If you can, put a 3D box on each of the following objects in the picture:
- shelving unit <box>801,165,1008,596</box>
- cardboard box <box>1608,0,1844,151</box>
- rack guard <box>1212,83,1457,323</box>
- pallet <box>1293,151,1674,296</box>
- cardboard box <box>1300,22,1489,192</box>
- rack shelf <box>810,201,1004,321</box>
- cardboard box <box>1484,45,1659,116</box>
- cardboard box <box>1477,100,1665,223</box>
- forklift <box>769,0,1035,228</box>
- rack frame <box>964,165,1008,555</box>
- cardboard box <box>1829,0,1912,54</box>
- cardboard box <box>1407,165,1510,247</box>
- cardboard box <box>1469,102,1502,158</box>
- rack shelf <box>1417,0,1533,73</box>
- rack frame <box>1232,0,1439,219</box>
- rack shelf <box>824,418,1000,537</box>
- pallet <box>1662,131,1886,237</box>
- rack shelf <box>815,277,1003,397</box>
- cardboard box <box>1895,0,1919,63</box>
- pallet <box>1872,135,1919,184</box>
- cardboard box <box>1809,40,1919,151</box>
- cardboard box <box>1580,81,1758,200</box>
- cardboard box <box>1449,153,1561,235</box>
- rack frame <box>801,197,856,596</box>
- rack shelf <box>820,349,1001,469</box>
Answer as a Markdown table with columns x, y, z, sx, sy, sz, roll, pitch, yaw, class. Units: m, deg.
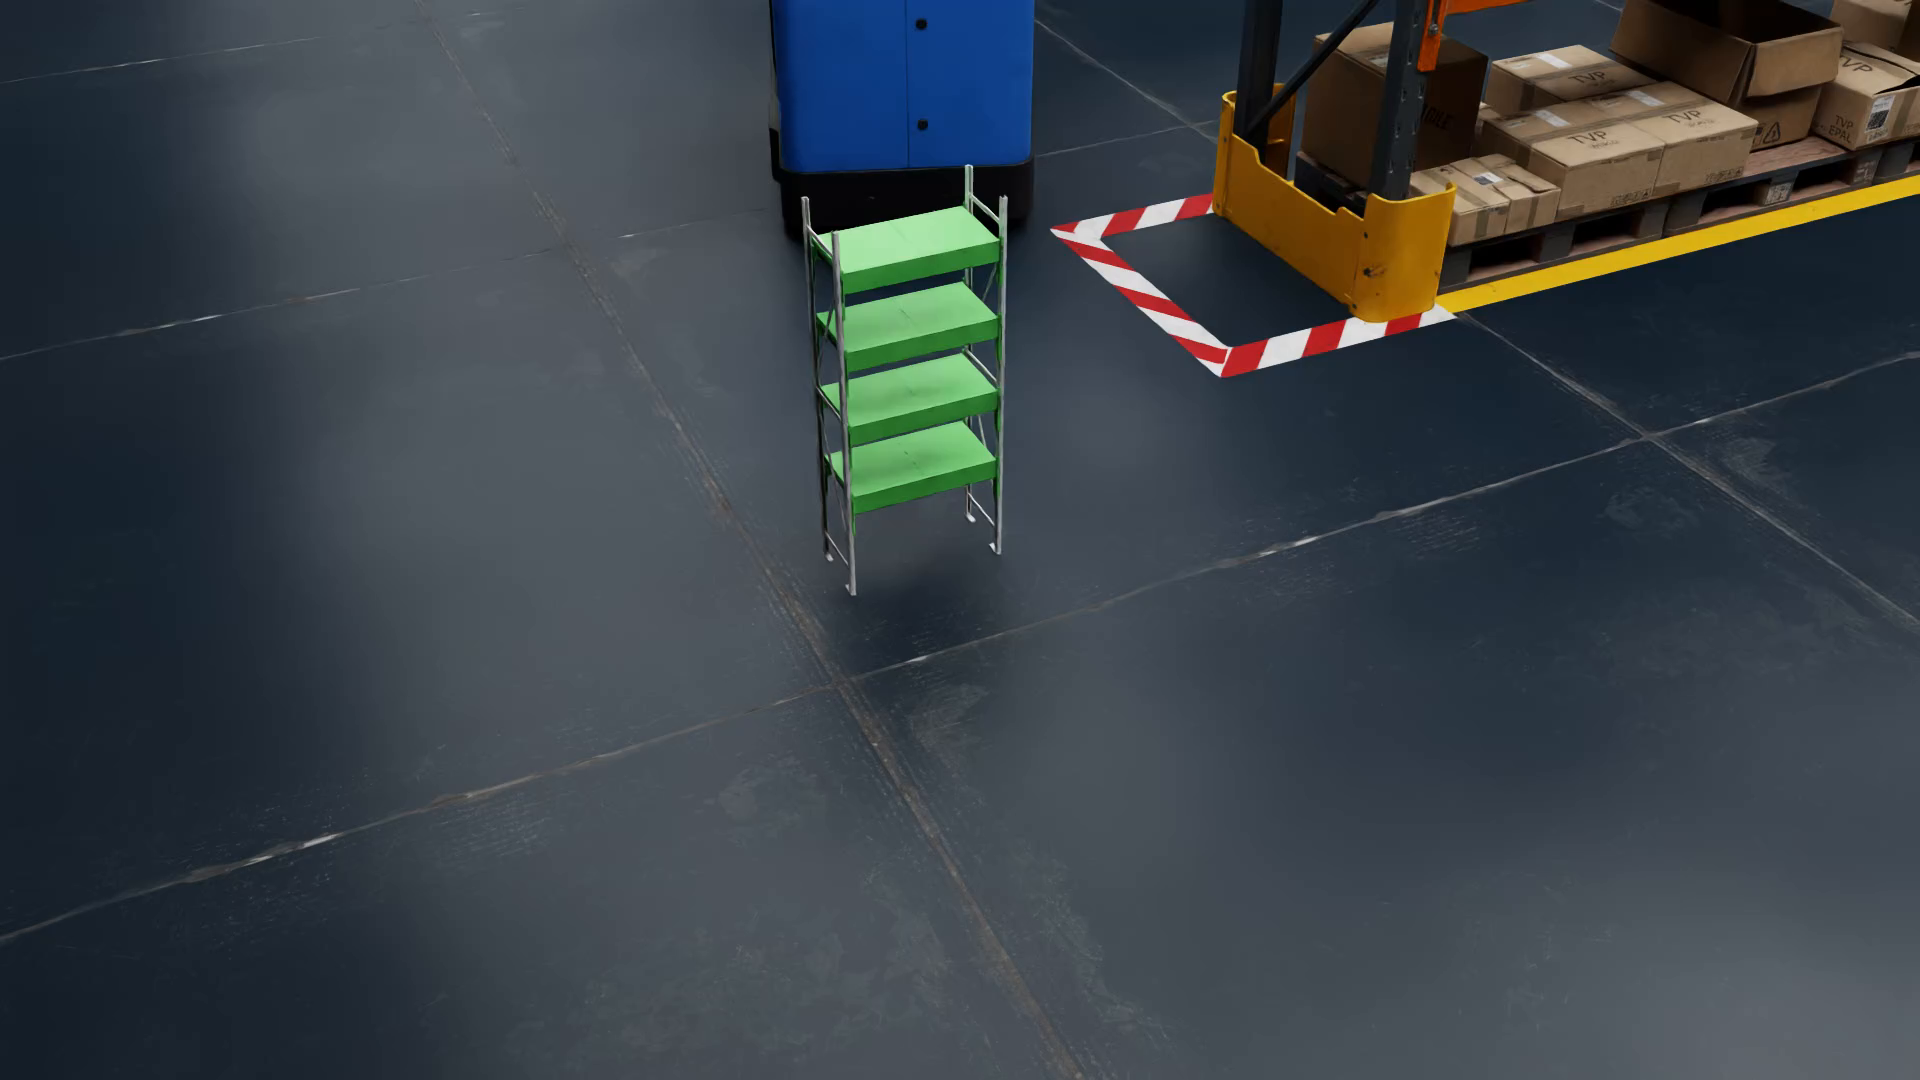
| x | y | z | sx | sy | sz | roll | pitch | yaw | class |
| --- | --- | --- | --- | --- | --- | --- | --- | --- | --- |
| -0.150 | -0.440 | 4.836 | 0.503 | 1.200 | 0.258 | -16 | 39 | -20 | shelving unit |
| 3.322 | -2.070 | 7.249 | 0.637 | 0.503 | 0.797 | -16 | 39 | -20 | cardboard box |
| 1.468 | -1.377 | 6.686 | 0.348 | 0.500 | 1.175 | -16 | 39 | -20 | rack guard |
| 2.190 | -1.463 | 7.045 | 1.213 | 0.211 | 1.003 | -16 | 39 | -20 | pallet |
| 1.787 | -1.805 | 6.894 | 0.500 | 0.500 | 0.500 | -16 | 39 | -20 | cardboard box |
| -0.150 | -0.774 | 4.588 | 0.480 | 0.148 | 0.258 | -16 | 39 | -20 | rack shelf |
| 2.660 | -1.928 | 7.271 | 0.500 | 0.250 | 0.500 | -16 | 39 | -20 | cardboard box |
| 2.465 | -1.545 | 6.754 | 0.500 | 0.250 | 0.500 | -16 | 39 | -20 | cardboard box |
| -0.354 | -3.330 | 7.279 | 1.130 | 2.935 | 3.031 | -3 | 37 | -4 | forklift |
| 0.071 | -0.502 | 4.919 | 0.015 | 1.200 | 0.240 | -16 | 39 | -20 | rack frame |
| 4.549 | -2.481 | 7.965 | 0.500 | 0.311 | 0.500 | -16 | 39 | -20 | cardboard box |
| 1.925 | -1.314 | 6.527 | 0.250 | 0.149 | 0.380 | -16 | 39 | -20 | cardboard box |
| 2.192 | -1.725 | 7.066 | 0.250 | 0.166 | 0.380 | -16 | 39 | -20 | cardboard box |
| 3.210 | -2.579 | 6.813 | 4.000 | 0.370 | 1.077 | -16 | 39 | -20 | rack shelf |
| 1.400 | -2.361 | 5.916 | 0.127 | 3.000 | 1.000 | -16 | 39 | -20 | rack frame |
| -0.150 | -0.196 | 5.017 | 0.480 | 0.148 | 0.258 | -16 | 39 | -20 | rack shelf |
| 3.292 | -1.769 | 7.458 | 1.213 | 0.211 | 1.003 | -16 | 39 | -20 | pallet |
| -0.150 | -0.581 | 4.731 | 0.480 | 0.148 | 0.258 | -16 | 39 | -20 | rack shelf |
| 4.625 | -2.249 | 7.494 | 0.500 | 0.500 | 0.500 | -16 | 39 | -20 | cardboard box |
| 4.398 | -2.080 | 7.878 | 1.213 | 0.211 | 1.003 | -16 | 39 | -20 | pallet |
| 3.946 | -1.984 | 7.294 | 0.500 | 0.311 | 0.500 | -16 | 39 | -20 | cardboard box |
| 2.918 | -1.671 | 6.924 | 0.500 | 0.250 | 0.500 | -16 | 39 | -20 | cardboard box |
| 2.151 | -1.384 | 6.607 | 0.250 | 0.166 | 0.380 | -16 | 39 | -20 | cardboard box |
| -0.371 | -0.378 | 4.753 | 0.015 | 1.200 | 0.240 | -16 | 39 | -20 | rack frame |
| -0.150 | -0.389 | 4.874 | 0.480 | 0.148 | 0.258 | -16 | 39 | -20 | rack shelf |
